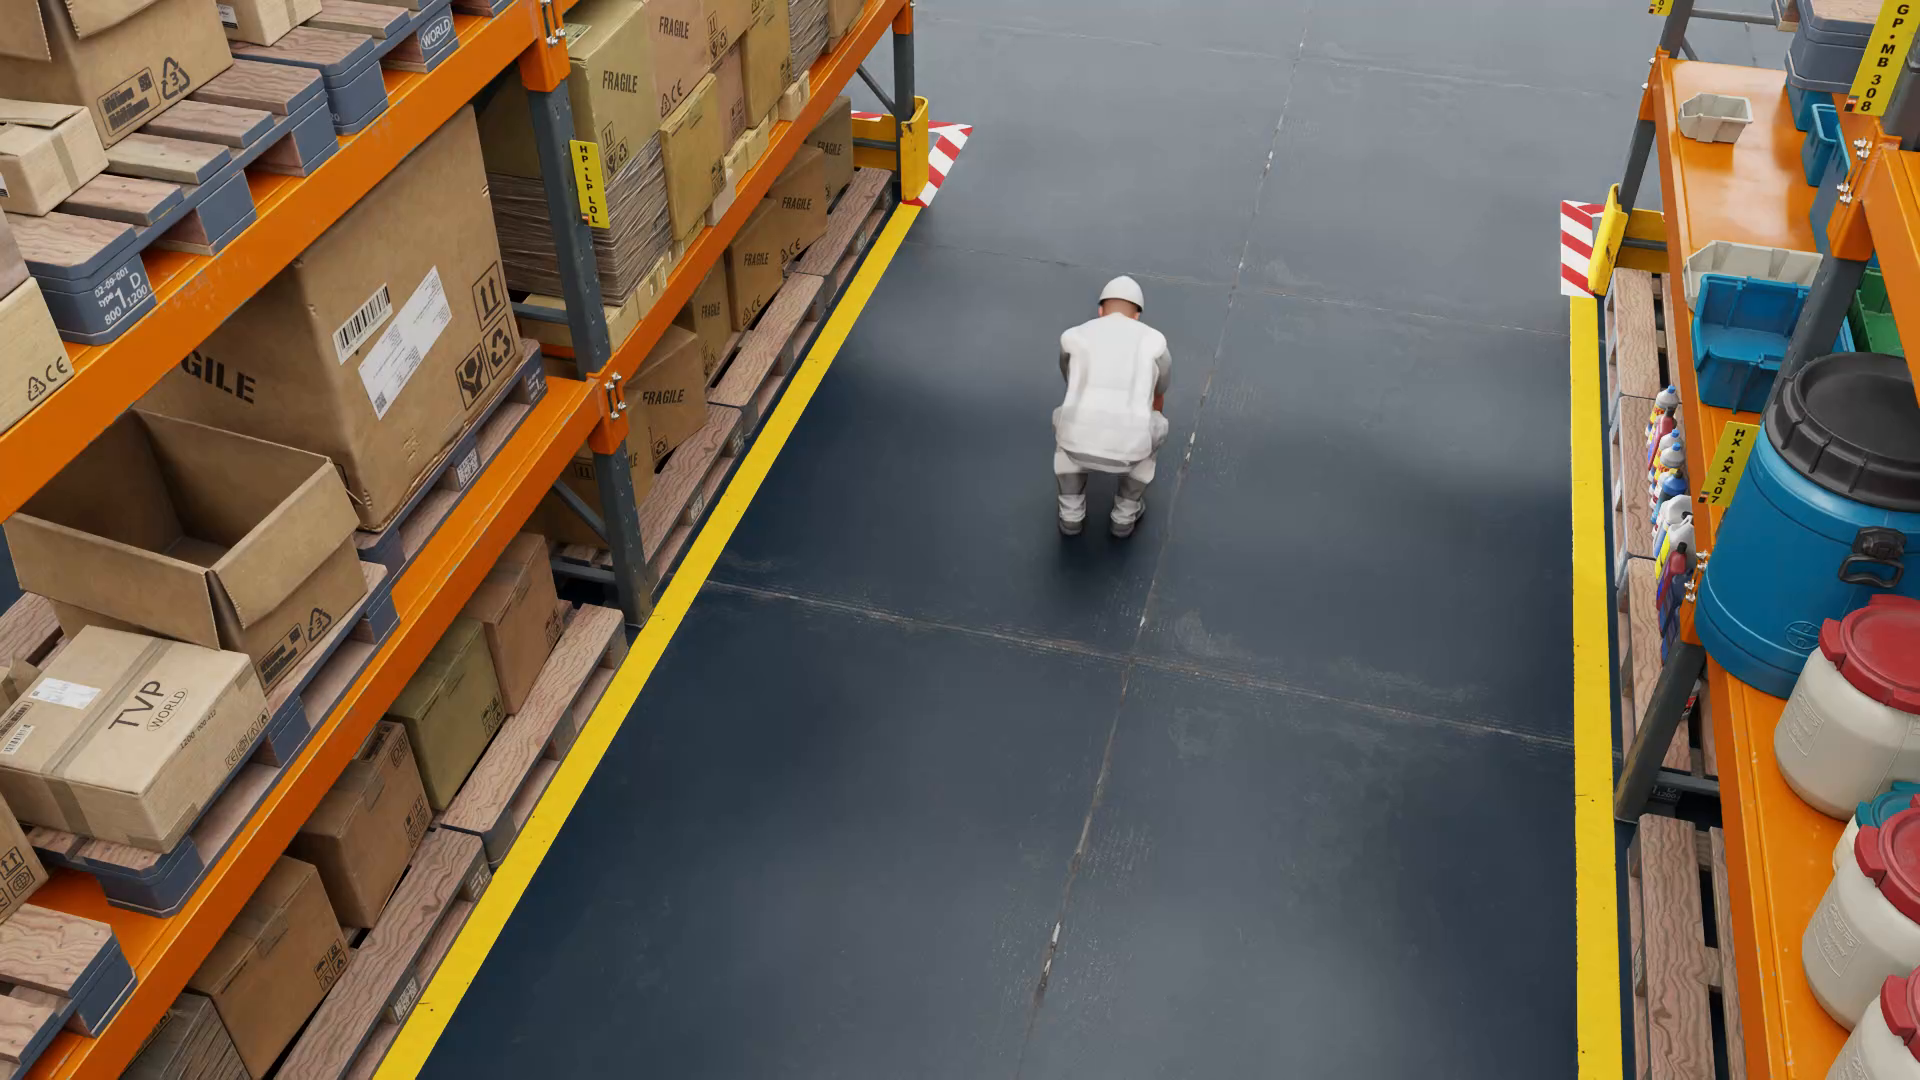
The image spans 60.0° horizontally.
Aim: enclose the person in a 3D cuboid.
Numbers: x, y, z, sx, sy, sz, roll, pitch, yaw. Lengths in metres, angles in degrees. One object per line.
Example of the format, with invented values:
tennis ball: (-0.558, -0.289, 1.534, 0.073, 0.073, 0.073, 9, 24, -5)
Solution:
person: (0.669, -0.546, 7.392, 0.525, 0.989, 0.920, 9, 41, 10)
